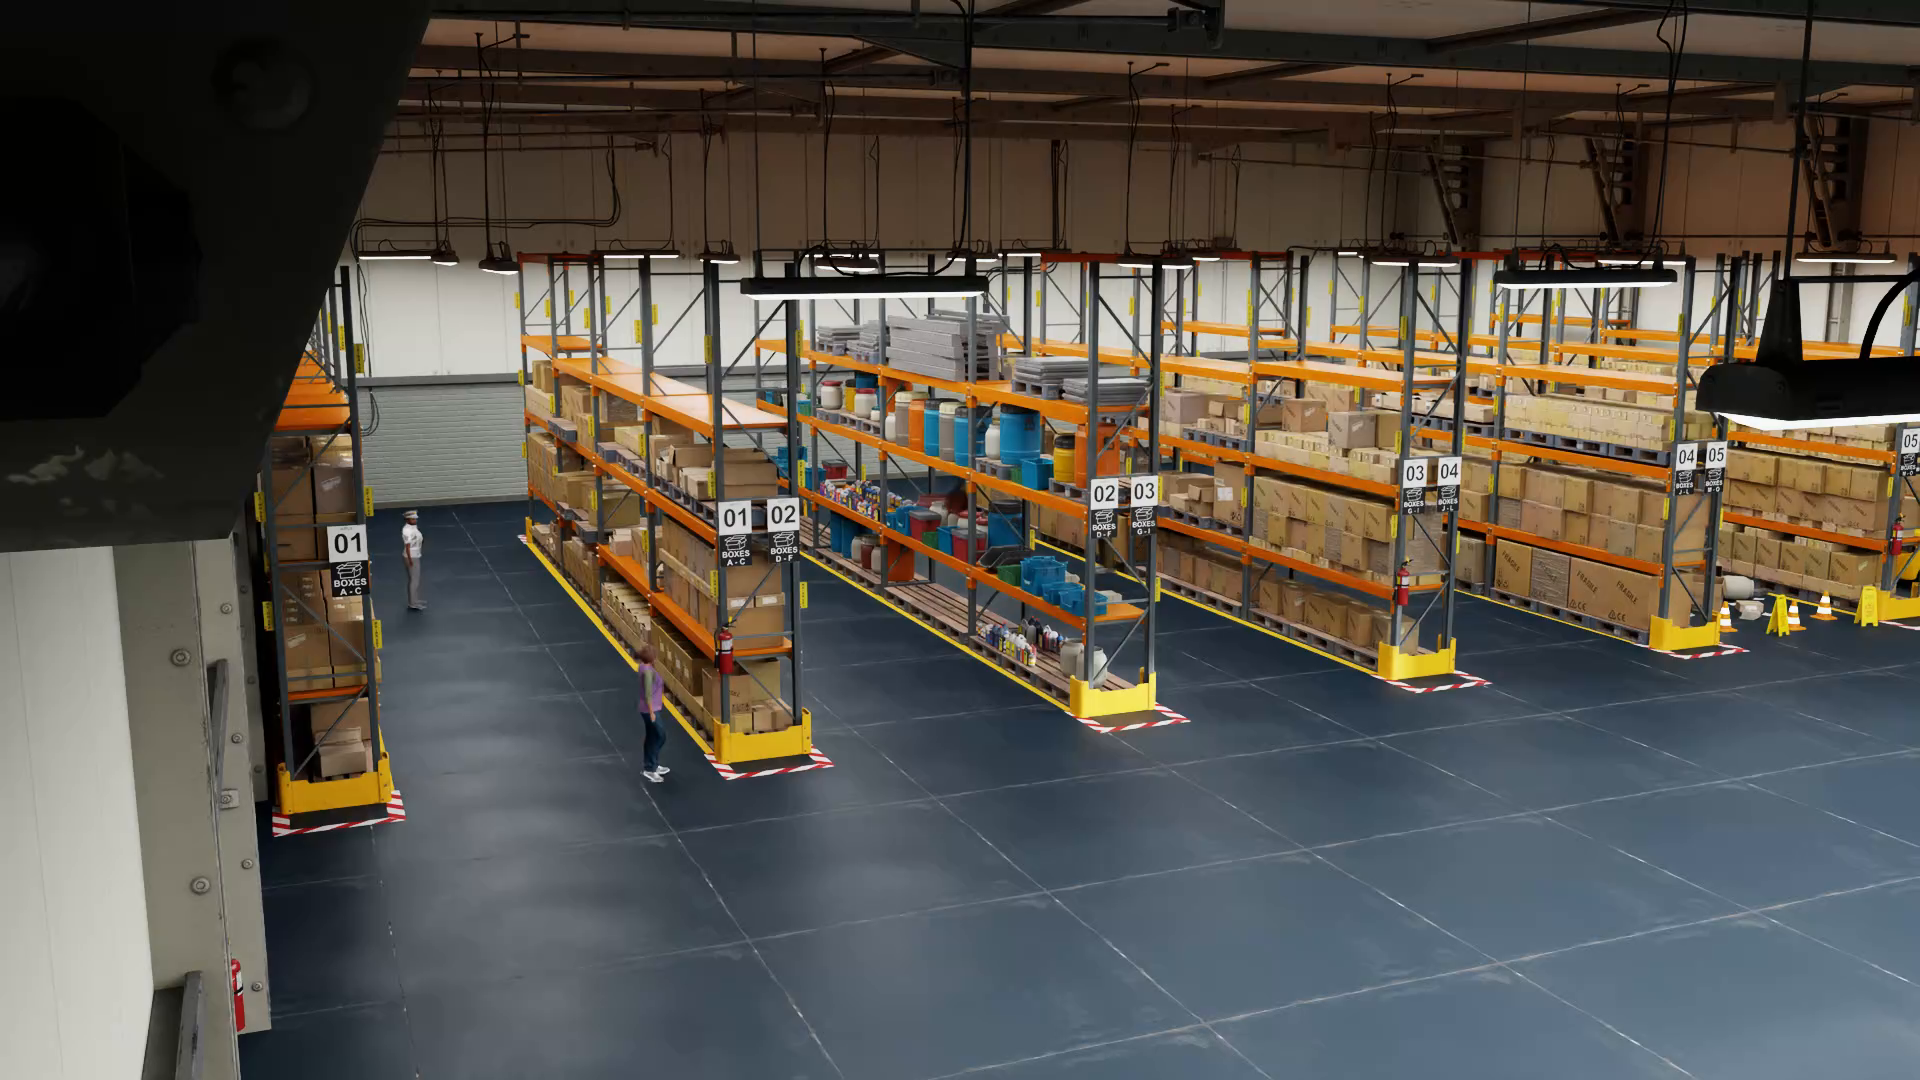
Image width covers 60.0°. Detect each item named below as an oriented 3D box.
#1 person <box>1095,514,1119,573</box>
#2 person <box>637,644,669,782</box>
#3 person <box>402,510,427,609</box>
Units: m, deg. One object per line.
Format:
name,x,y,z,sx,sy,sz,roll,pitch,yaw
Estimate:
person,2.570,-0.317,30.169,0.443,1.785,0.612,-5,12,-26
person,-3.627,2.021,19.617,0.352,1.613,0.490,-2,11,-12
person,-9.394,0.329,28.638,0.368,1.708,0.527,-4,11,-18
